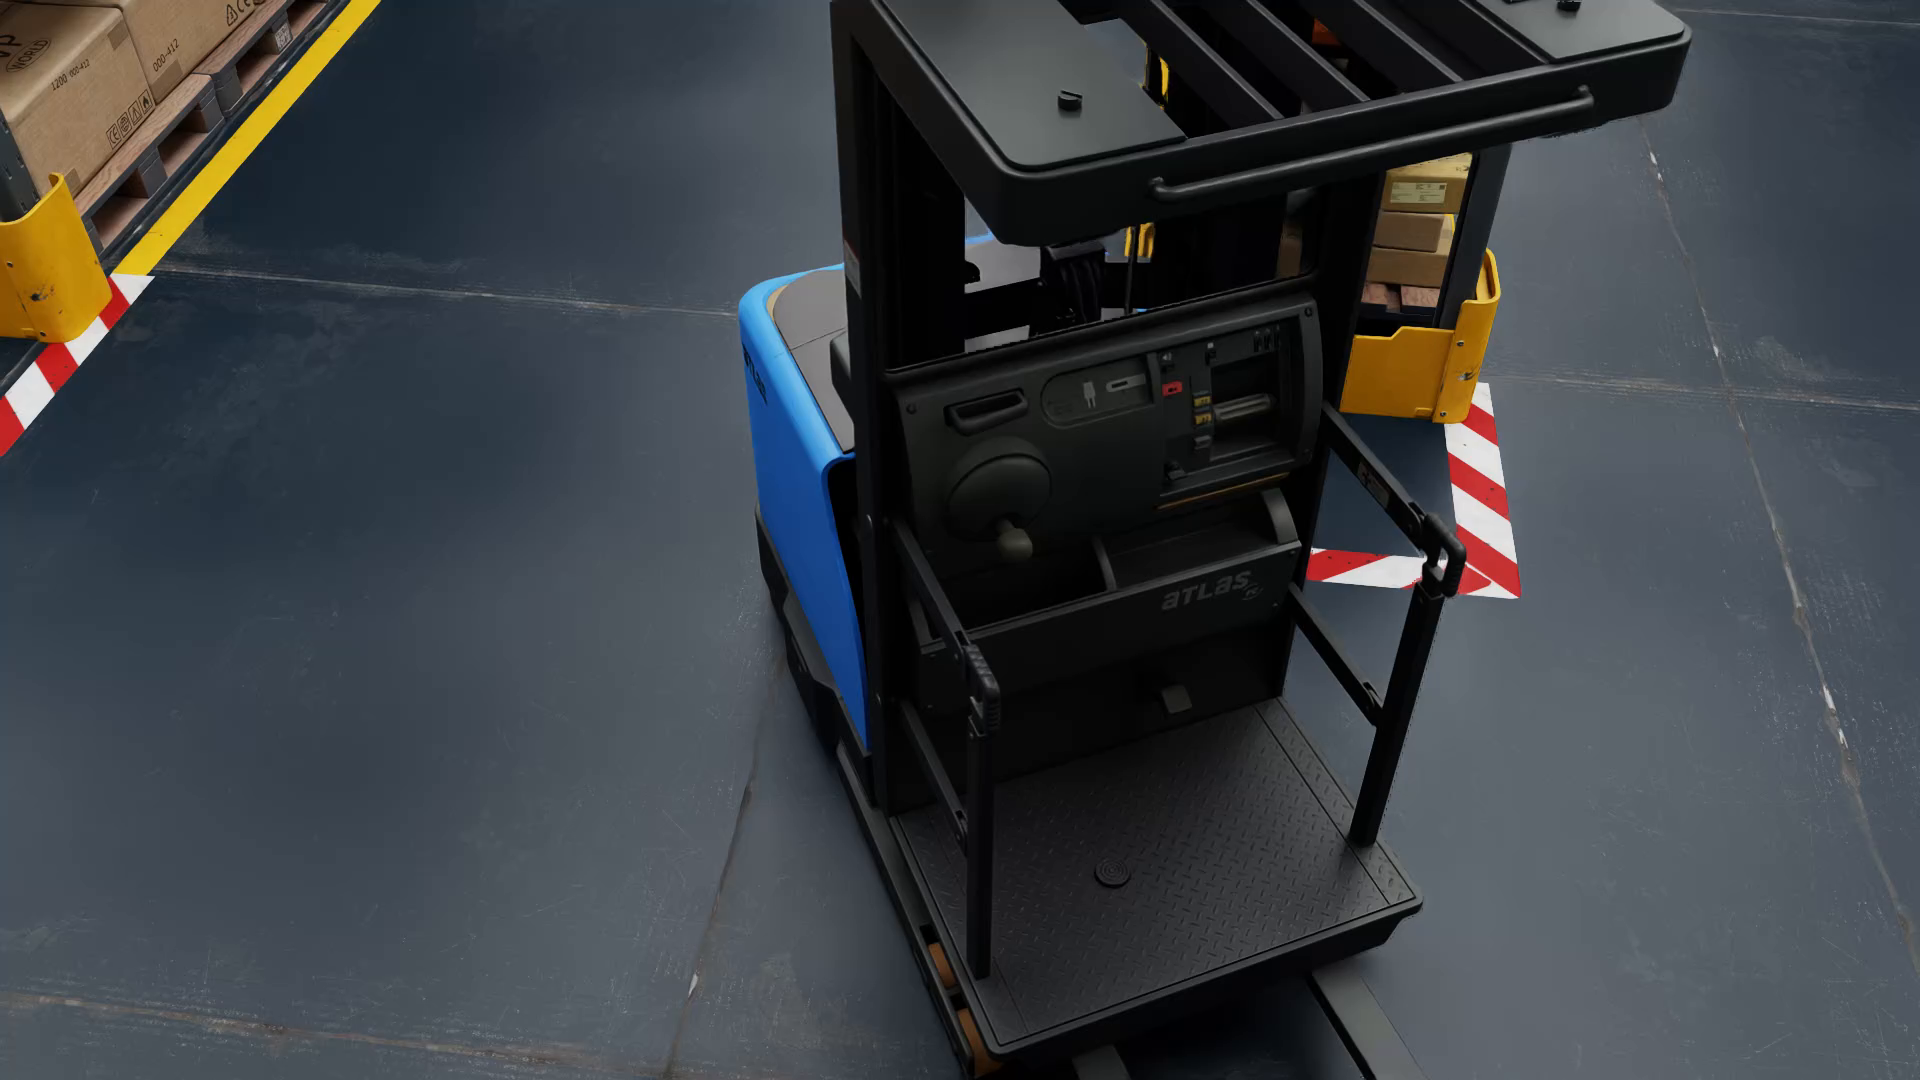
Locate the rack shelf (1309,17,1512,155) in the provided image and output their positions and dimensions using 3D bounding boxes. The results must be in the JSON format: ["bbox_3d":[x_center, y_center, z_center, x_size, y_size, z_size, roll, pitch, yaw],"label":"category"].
[{"bbox_3d":[1.432,-2.699,6.442,1.077,0.370,4.000,5,44,6],"label":"rack shelf"}]

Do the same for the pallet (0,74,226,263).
[{"bbox_3d":[-3.724,-1.518,6.700,1.003,0.211,1.213,5,44,6],"label":"pallet"}]

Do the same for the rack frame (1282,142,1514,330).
[{"bbox_3d":[1.168,-1.598,4.756,1.000,3.000,0.127,5,44,6],"label":"rack frame"}]

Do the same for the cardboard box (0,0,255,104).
[{"bbox_3d":[-3.651,-2.284,7.039,0.875,0.438,0.875,6,44,7],"label":"cardboard box"}]

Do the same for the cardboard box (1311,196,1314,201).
[{"bbox_3d":[1.534,-1.399,6.313,0.380,0.149,0.250,6,44,6],"label":"cardboard box"}]

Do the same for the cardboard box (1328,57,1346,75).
[{"bbox_3d":[1.602,-1.793,6.297,0.380,0.149,0.250,3,44,3],"label":"cardboard box"}]

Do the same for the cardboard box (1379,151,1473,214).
[{"bbox_3d":[1.574,-1.257,5.731,0.380,0.149,0.250,3,44,4],"label":"cardboard box"}]

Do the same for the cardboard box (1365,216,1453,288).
[{"bbox_3d":[1.554,-1.043,5.938,0.380,0.149,0.250,6,44,6],"label":"cardboard box"}]

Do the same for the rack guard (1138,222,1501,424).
[{"bbox_3d":[1.178,-0.742,5.670,1.175,0.500,0.348,5,44,6],"label":"rack guard"}]

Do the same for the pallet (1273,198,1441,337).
[{"bbox_3d":[1.320,-1.187,6.350,1.003,0.211,1.213,5,44,6],"label":"pallet"}]

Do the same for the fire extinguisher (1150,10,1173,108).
[{"bbox_3d":[0.677,-1.304,4.773,0.296,0.674,0.183,5,44,6],"label":"fire extinguisher"}]

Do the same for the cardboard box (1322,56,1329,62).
[{"bbox_3d":[1.611,-1.867,6.592,0.380,0.149,0.250,3,44,3],"label":"cardboard box"}]

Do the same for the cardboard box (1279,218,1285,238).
[{"bbox_3d":[0.955,-1.208,5.896,0.380,0.149,0.250,4,44,4],"label":"cardboard box"}]

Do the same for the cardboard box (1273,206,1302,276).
[{"bbox_3d":[1.031,-1.093,5.990,0.380,0.149,0.250,6,44,6],"label":"cardboard box"}]

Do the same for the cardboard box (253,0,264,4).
[{"bbox_3d":[-3.531,-2.899,7.688,0.875,0.438,0.875,4,44,4],"label":"cardboard box"}]

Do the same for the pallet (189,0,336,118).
[{"bbox_3d":[-3.560,-2.347,7.575,1.003,0.211,1.213,5,44,6],"label":"pallet"}]

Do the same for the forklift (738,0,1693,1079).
[{"bbox_3d":[0.404,-0.138,3.264,1.130,2.935,3.031,-15,45,-15],"label":"forklift"}]

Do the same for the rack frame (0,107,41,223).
[{"bbox_3d":[-3.752,-1.979,5.158,1.000,3.000,0.127,5,44,6],"label":"rack frame"}]

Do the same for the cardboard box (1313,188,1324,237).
[{"bbox_3d":[1.508,-1.229,6.134,0.380,0.149,0.250,5,44,5],"label":"cardboard box"}]

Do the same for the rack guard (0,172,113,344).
[{"bbox_3d":[-3.755,-1.055,6.000,1.175,0.500,0.348,5,44,6],"label":"rack guard"}]

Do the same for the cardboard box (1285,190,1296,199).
[{"bbox_3d":[0.987,-1.315,5.792,0.380,0.149,0.250,6,44,6],"label":"cardboard box"}]

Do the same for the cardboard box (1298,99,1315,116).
[{"bbox_3d":[1.077,-1.481,5.968,0.380,0.149,0.250,6,44,6],"label":"cardboard box"}]

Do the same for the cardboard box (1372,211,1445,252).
[{"bbox_3d":[1.491,-1.157,5.842,0.380,0.149,0.250,7,44,7],"label":"cardboard box"}]

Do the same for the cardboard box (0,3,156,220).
[{"bbox_3d":[-3.764,-1.660,6.379,0.875,0.438,0.875,4,44,4],"label":"cardboard box"}]
